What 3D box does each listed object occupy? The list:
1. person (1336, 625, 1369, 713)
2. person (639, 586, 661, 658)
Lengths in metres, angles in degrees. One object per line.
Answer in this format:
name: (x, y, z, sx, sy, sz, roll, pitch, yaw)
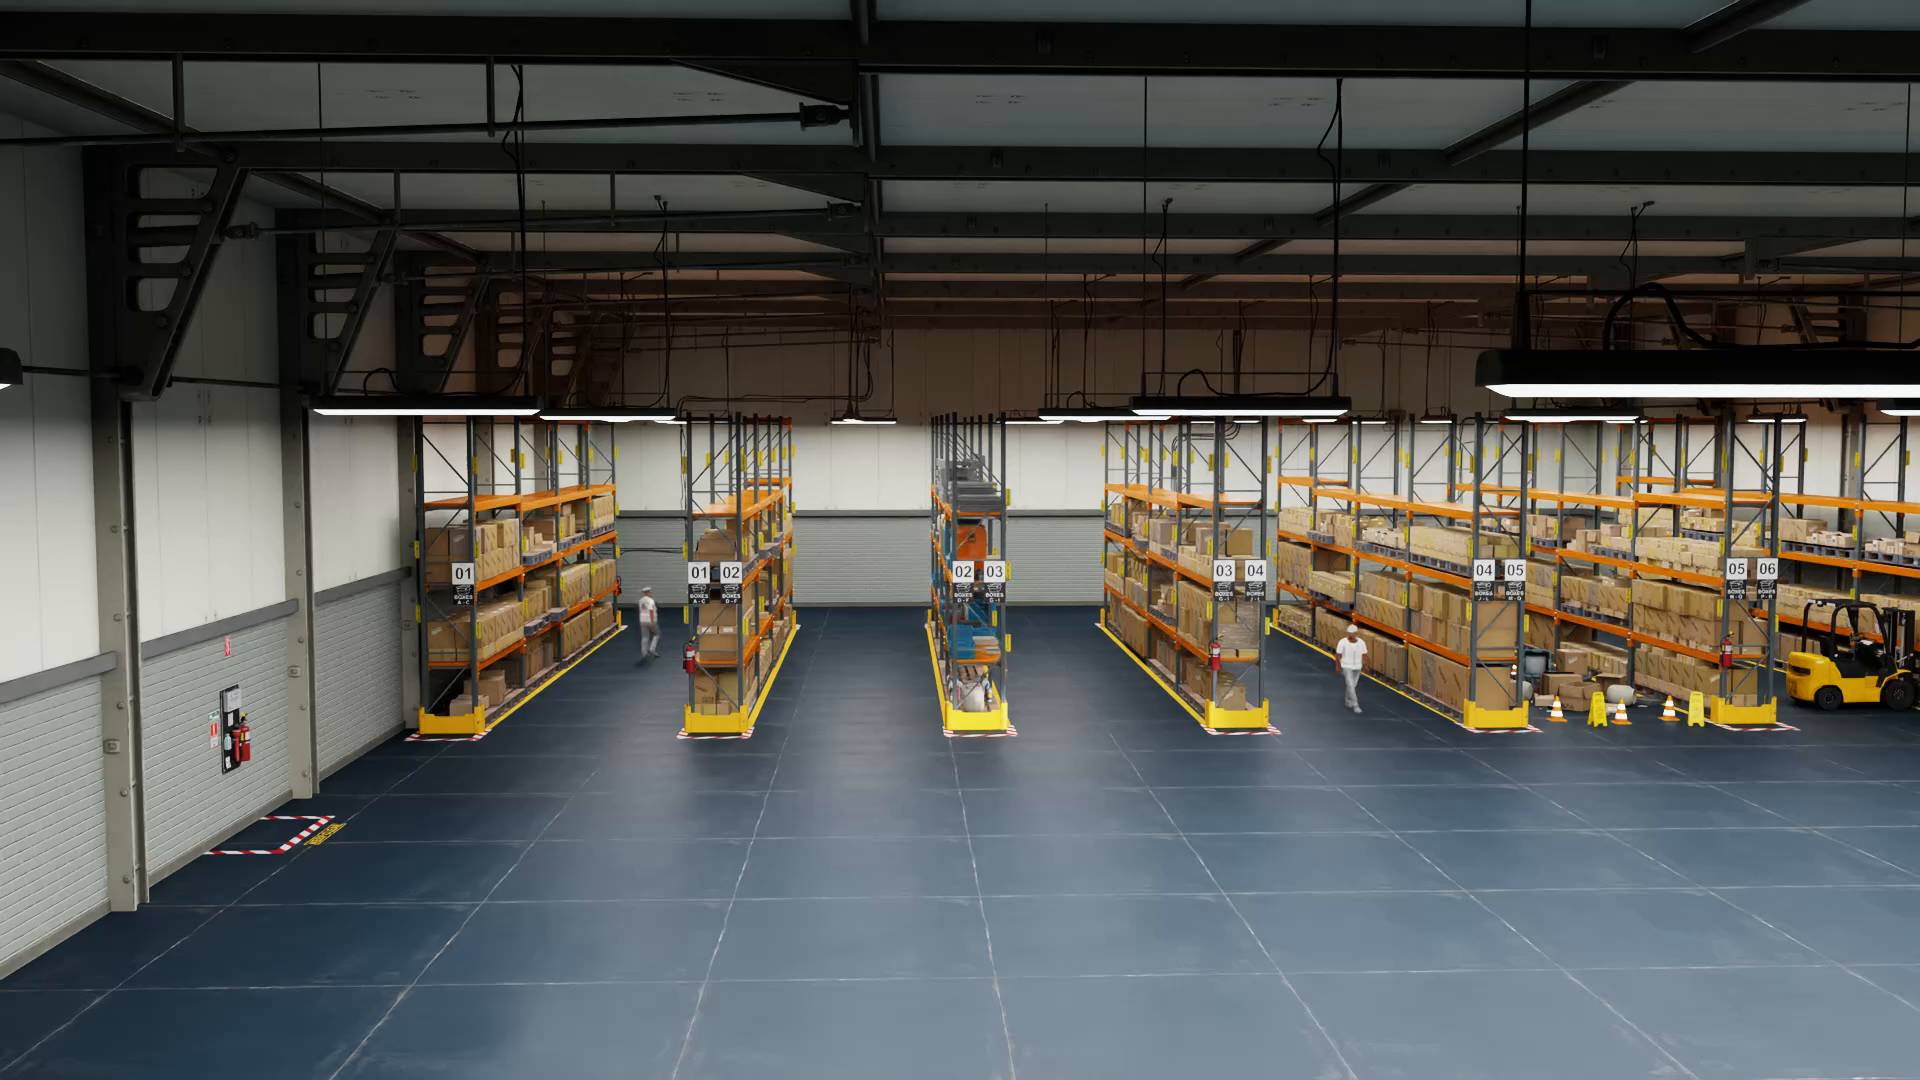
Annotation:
person: (7.896, 2.562, 33.355, 0.599, 1.719, 0.968, -1, 4, -10)
person: (-7.714, 2.038, 41.111, 0.560, 1.760, 0.533, 1, 4, 15)
